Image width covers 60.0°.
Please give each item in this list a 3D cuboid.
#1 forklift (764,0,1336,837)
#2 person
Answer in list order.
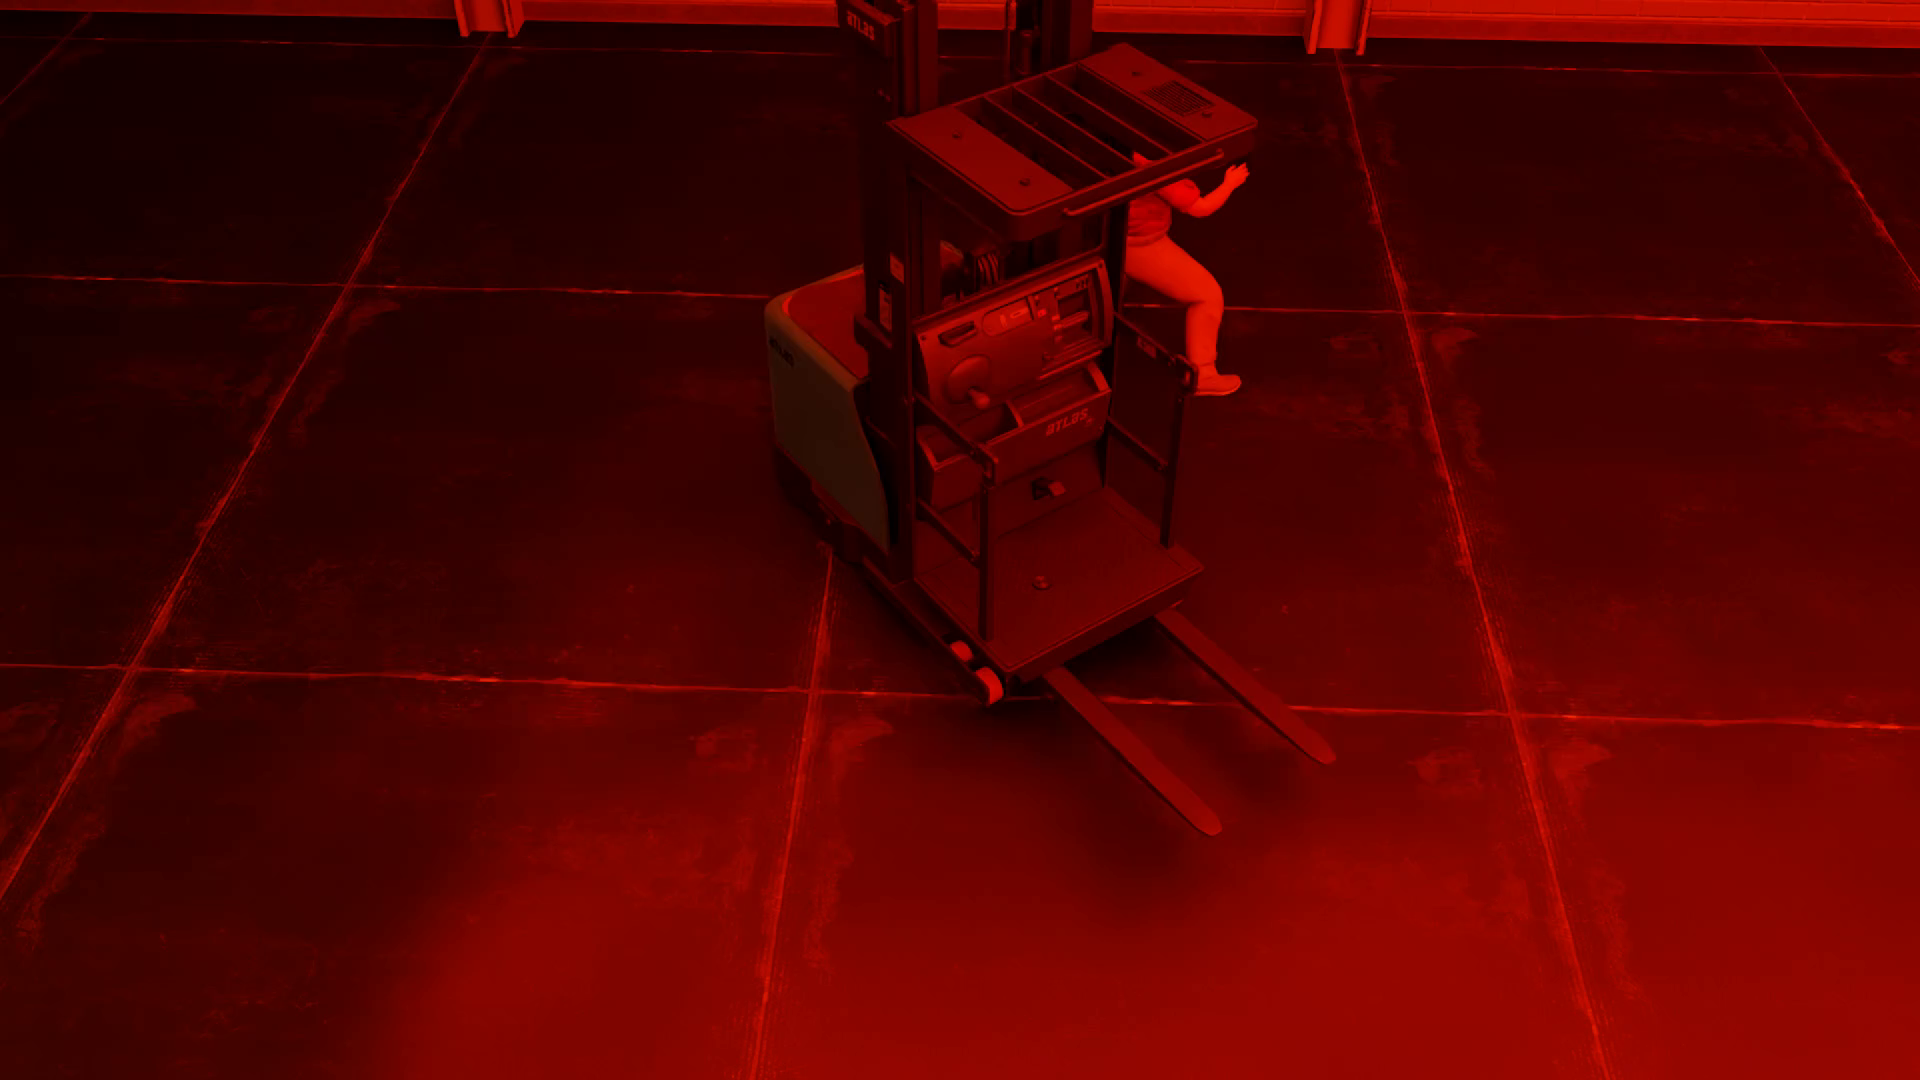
[{"bbox_3d":[0.356,-0.748,6.561,1.130,2.935,3.031,-26,48,-25],"label":"forklift"},{"bbox_3d":[1.096,-1.660,8.638,0.688,1.505,1.146,-10,43,-11],"label":"person"}]
